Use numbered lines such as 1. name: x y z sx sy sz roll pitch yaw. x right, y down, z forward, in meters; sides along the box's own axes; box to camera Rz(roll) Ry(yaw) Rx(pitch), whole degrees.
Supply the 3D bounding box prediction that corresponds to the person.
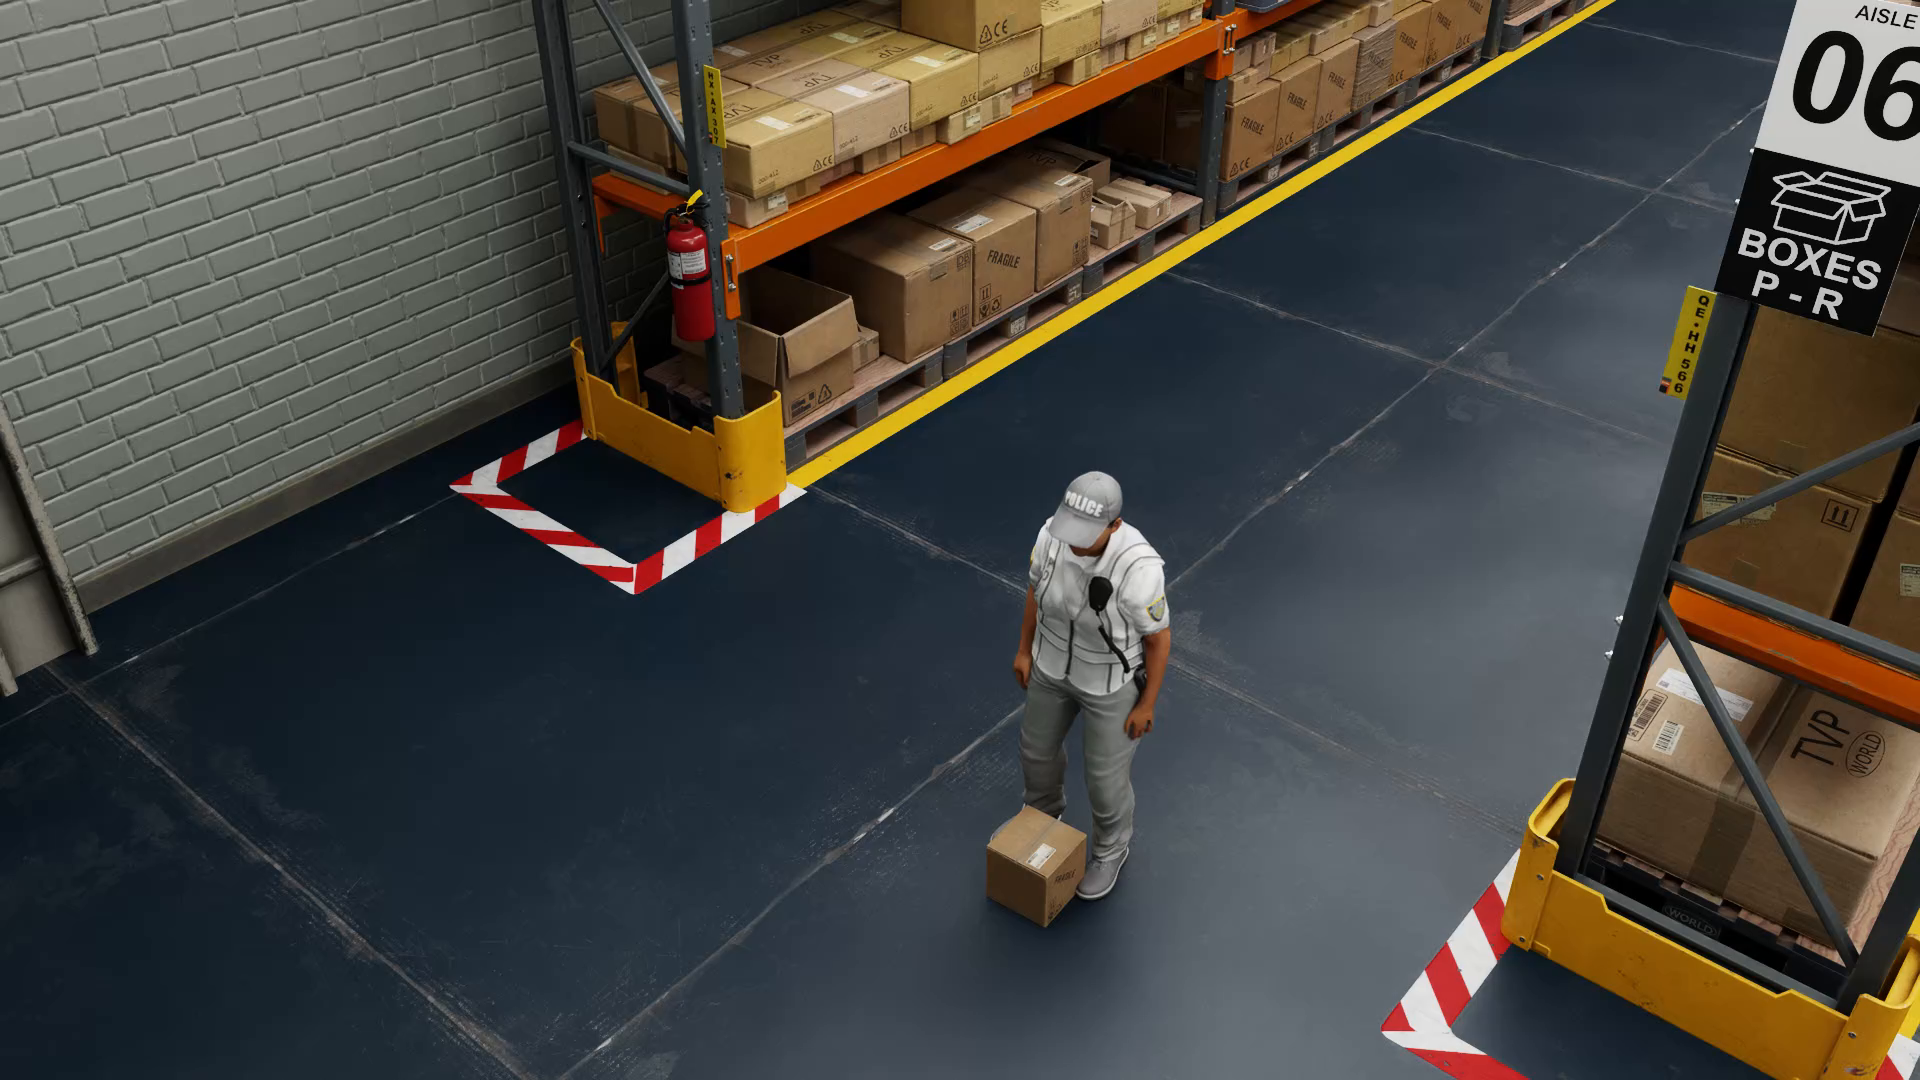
1. person: 0.403 0.455 5.495 0.564 1.667 0.465 23 41 29
